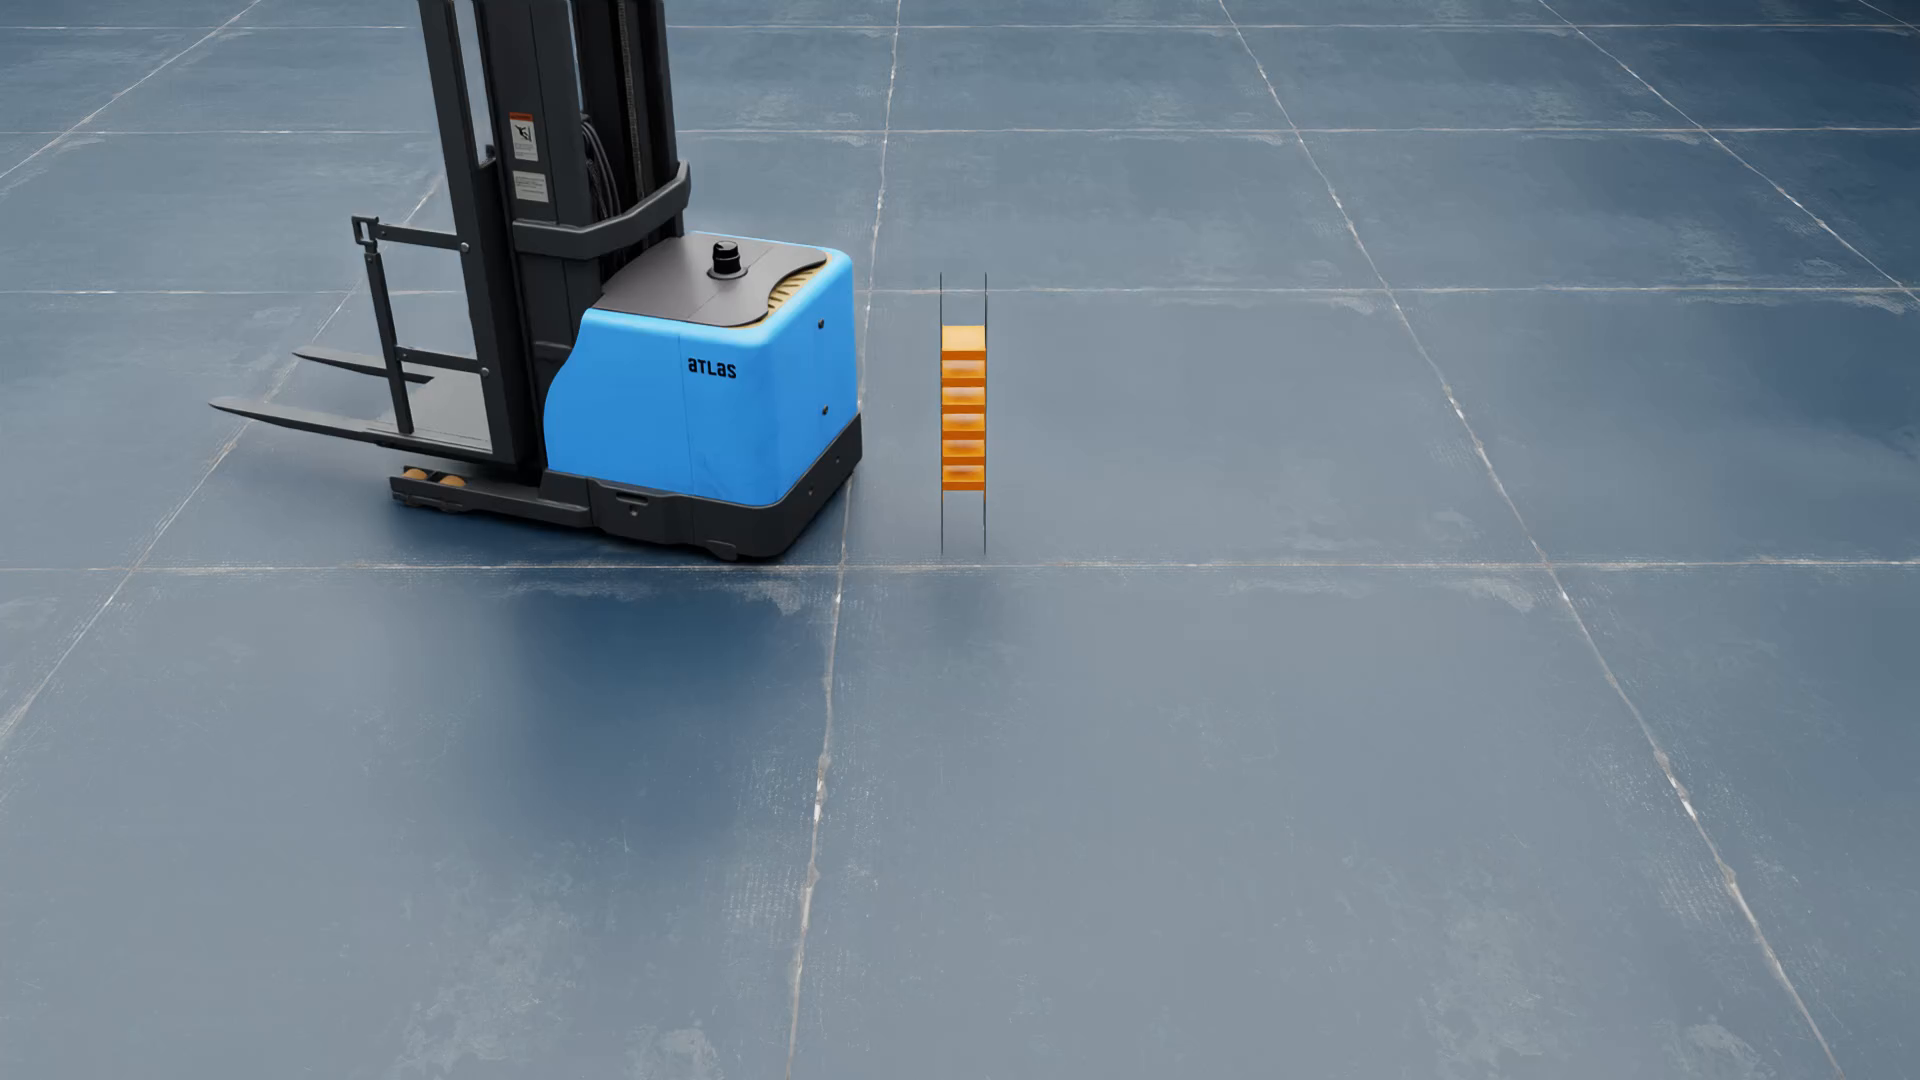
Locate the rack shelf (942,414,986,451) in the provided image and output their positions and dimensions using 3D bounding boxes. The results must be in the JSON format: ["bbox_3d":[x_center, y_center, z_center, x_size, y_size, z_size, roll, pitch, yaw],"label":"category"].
[{"bbox_3d":[0.014,-0.475,6.962,0.180,0.103,0.258,0,31,0],"label":"rack shelf"}]

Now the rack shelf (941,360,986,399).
[{"bbox_3d":[0.014,-0.680,6.837,0.180,0.103,0.258,0,31,0],"label":"rack shelf"}]

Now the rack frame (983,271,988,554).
[{"bbox_3d":[0.106,-0.513,6.939,0.006,1.200,0.240,0,31,0],"label":"rack frame"}]

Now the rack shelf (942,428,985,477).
[{"bbox_3d":[0.014,-0.372,7.024,0.180,0.103,0.258,0,31,0],"label":"rack shelf"}]

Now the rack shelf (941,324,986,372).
[{"bbox_3d":[0.014,-0.783,6.775,0.180,0.103,0.258,0,31,0],"label":"rack shelf"}]

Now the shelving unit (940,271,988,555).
[{"bbox_3d":[0.014,-0.513,6.939,0.189,1.200,0.258,0,31,0],"label":"shelving unit"}]

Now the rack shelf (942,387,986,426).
[{"bbox_3d":[0.014,-0.578,6.900,0.180,0.103,0.258,0,31,0],"label":"rack shelf"}]

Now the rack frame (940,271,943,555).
[{"bbox_3d":[-0.077,-0.513,6.938,0.006,1.200,0.240,0,31,0],"label":"rack frame"}]

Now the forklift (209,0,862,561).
[{"bbox_3d":[-2.029,-1.617,7.090,3.031,2.935,1.130,10,33,16],"label":"forklift"}]

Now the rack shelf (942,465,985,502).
[{"bbox_3d":[0.014,-0.270,7.086,0.180,0.103,0.258,0,31,0],"label":"rack shelf"}]
